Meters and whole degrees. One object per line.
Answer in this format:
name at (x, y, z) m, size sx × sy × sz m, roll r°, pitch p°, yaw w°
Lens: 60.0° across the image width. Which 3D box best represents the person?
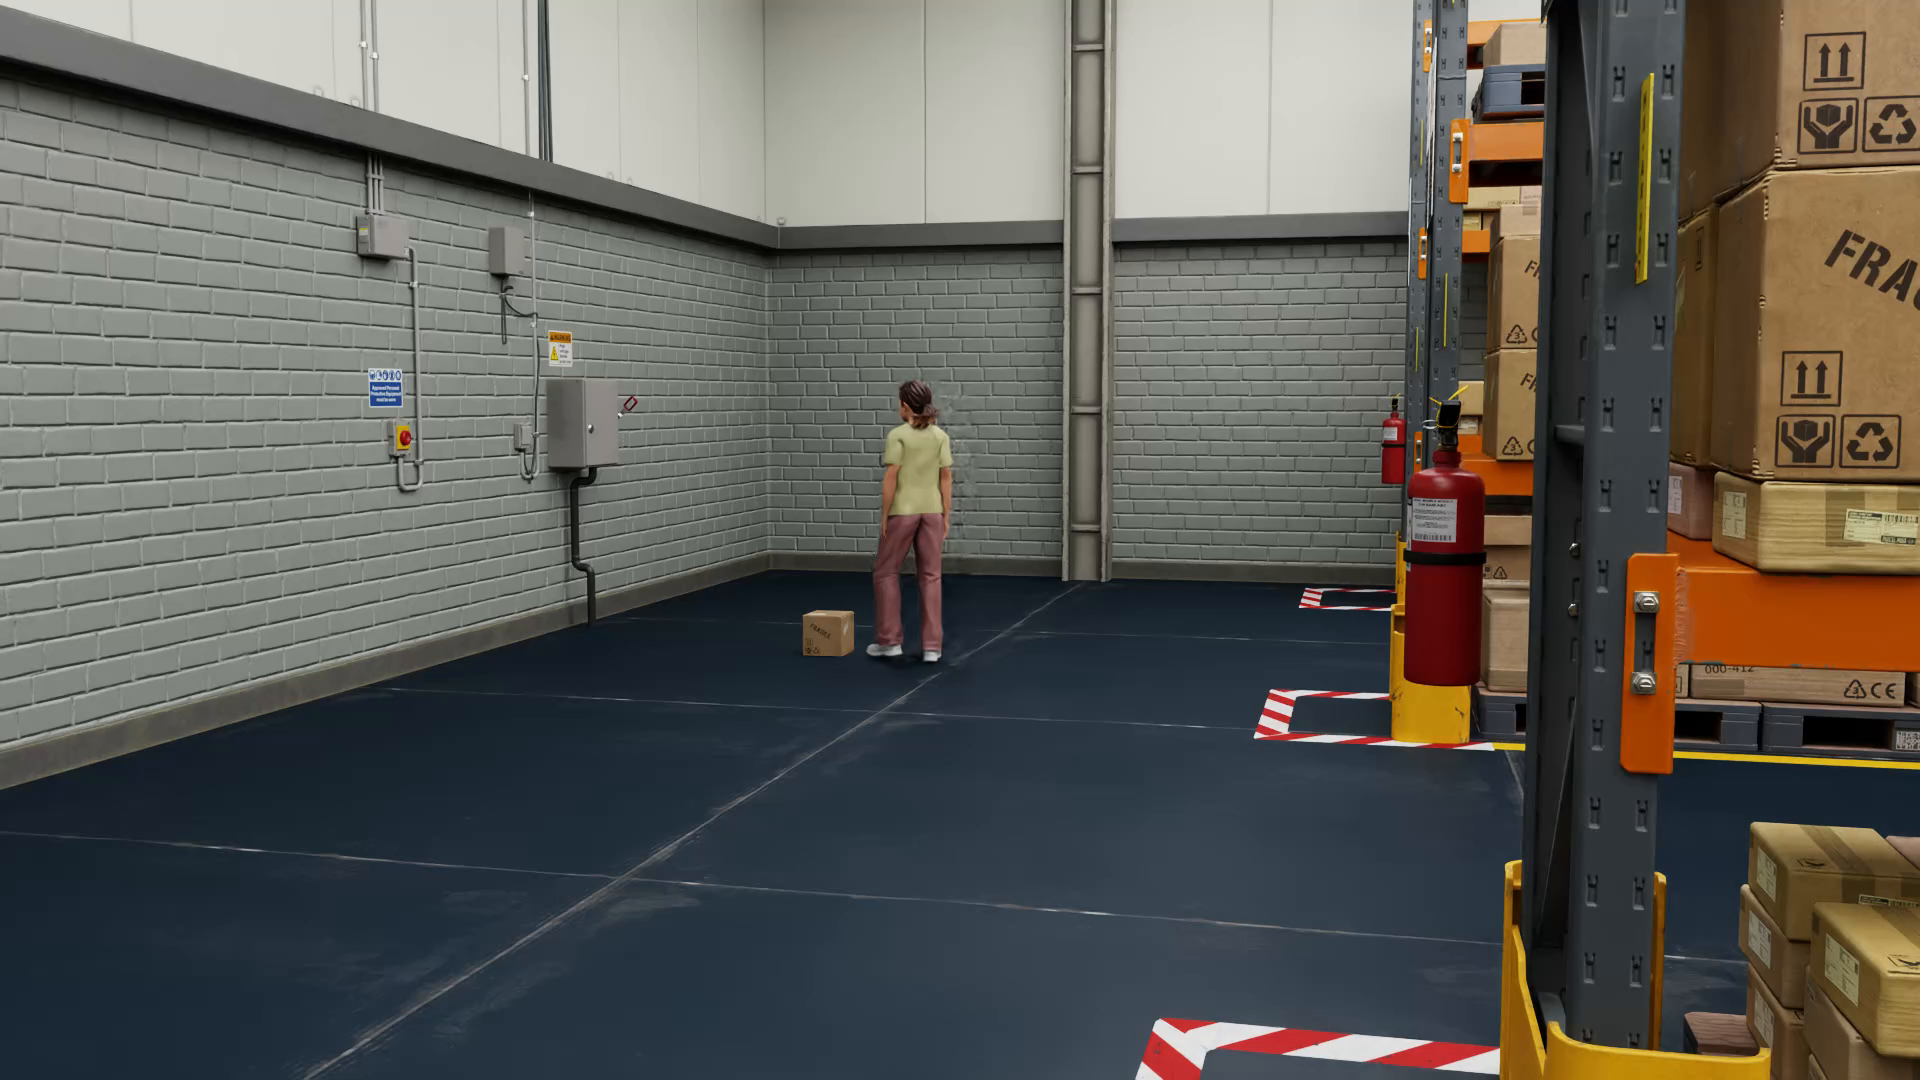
person at (-0.289, -0.120, 9.992) m, size 0.453 × 1.668 × 0.525 m, roll -2°, pitch 5°, yaw -22°
